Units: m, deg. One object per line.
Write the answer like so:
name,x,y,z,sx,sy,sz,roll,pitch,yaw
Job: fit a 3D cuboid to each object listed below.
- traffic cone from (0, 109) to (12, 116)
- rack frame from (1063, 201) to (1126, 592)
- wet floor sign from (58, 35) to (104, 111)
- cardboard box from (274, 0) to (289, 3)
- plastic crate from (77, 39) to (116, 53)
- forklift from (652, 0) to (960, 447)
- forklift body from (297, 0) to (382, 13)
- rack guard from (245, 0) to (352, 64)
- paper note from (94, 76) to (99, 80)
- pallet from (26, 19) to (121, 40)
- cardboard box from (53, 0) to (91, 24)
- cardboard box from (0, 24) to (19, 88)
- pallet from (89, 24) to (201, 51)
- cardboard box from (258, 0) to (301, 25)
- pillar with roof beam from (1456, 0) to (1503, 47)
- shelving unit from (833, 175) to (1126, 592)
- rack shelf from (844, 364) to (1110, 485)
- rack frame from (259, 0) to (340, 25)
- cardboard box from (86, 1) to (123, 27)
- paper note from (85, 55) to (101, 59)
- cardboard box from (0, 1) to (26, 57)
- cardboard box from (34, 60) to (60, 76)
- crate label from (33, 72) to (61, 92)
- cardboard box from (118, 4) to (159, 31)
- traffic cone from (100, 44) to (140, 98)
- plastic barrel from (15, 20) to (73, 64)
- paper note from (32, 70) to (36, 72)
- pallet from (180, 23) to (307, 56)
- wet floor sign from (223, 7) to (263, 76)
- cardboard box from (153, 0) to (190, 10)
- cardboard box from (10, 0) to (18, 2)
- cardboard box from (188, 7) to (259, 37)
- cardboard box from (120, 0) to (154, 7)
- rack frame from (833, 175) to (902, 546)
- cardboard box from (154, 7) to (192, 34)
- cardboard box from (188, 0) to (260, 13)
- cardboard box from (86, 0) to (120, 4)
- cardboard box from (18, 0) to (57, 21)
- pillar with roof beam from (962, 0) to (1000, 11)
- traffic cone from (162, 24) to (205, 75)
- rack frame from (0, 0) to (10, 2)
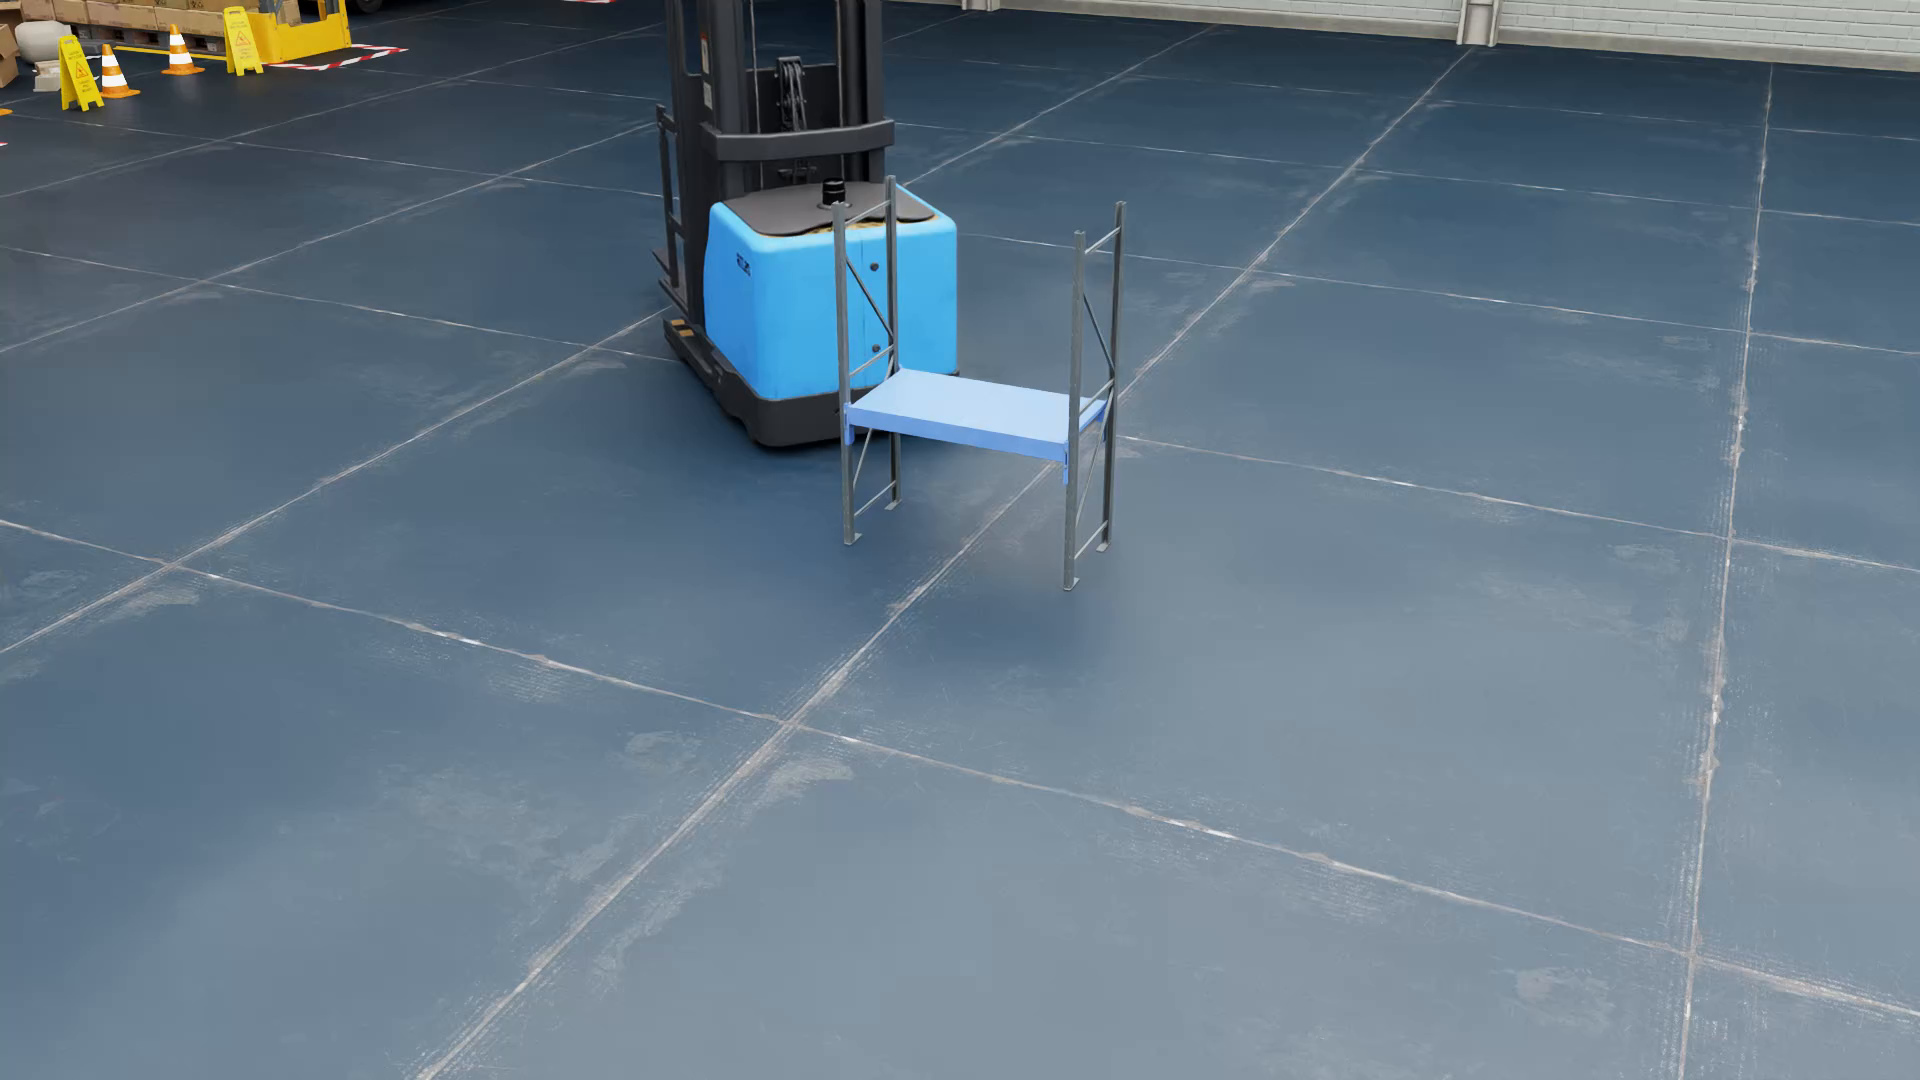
traffic cone,-8.841,-4.079,15.012,0.334,0.463,0.336,11,28,22
rack frame,0.540,-0.564,6.698,0.032,1.500,0.500,11,28,22
wet floor sign,-8.099,-4.284,15.221,0.232,0.644,0.267,6,27,13
cardboard box,-7.630,-6.112,18.057,0.500,0.500,0.500,10,28,20
plastic crate,-9.540,-5.363,18.052,0.583,0.080,0.402,2,26,4
forklift,-1.039,-2.390,8.787,1.130,2.935,3.031,-11,28,-20
forklift body,-7.418,-7.787,20.632,1.214,2.155,2.313,11,28,22
rack guard,-7.057,-5.451,17.755,0.348,0.500,1.175,11,28,22
paper note,-8.673,-4.599,16.556,0.142,0.019,0.148,2,26,4
pallet,-10.003,-5.930,19.055,1.213,0.211,1.003,11,28,22
cardboard box,-9.713,-5.935,18.546,0.500,0.250,0.500,13,29,25
cardboard box,-9.635,-4.741,16.311,0.637,0.503,0.797,-7,27,-14
pallet,-8.889,-5.708,18.604,1.213,0.211,1.003,11,28,22
cardboard box,-7.608,-5.772,18.215,0.500,0.250,0.500,11,28,21
pillar with roof beam,3.944,-7.811,12.927,0.400,9.000,9.100,11,28,22
shelving unit,0.078,-0.657,6.887,1.048,1.500,0.538,11,28,22
rack shelf,0.078,-0.496,6.967,1.000,0.185,0.538,11,28,22
rack frame,-6.988,-6.558,17.175,0.127,3.000,1.000,11,28,22
cardboard box,-9.229,-5.839,18.351,0.500,0.250,0.500,11,28,21
paper note,-9.197,-5.119,17.613,0.148,0.019,0.142,2,26,4
cardboard box,-10.217,-5.426,17.702,0.500,0.500,0.500,-12,29,-23
cardboard box,-9.017,-4.707,16.641,0.380,0.149,0.250,-18,31,-31
crate label,-8.805,-4.444,16.122,0.298,0.136,0.250,-2,26,-5
cardboard box,-8.782,-5.744,18.158,0.500,0.250,0.500,10,28,20
traffic cone,-8.063,-4.472,15.808,0.334,0.463,0.336,11,28,22
plastic barrel,-9.495,-5.171,17.274,0.512,0.421,0.421,-12,29,-23
paper note,-9.384,-4.809,16.996,0.142,0.019,0.148,23,35,39
pallet,-7.782,-5.484,18.149,1.213,0.211,1.003,11,28,22
wet floor sign,-7.258,-5.037,16.750,0.232,0.644,0.267,23,35,39
cardboard box,-8.302,-5.985,17.799,0.500,0.500,0.500,12,29,24
cardboard box,-11.108,-6.394,19.341,0.625,0.372,0.950,12,29,22
cardboard box,-7.857,-5.557,17.779,0.500,0.250,0.500,11,28,22
cardboard box,-8.758,-6.080,17.992,0.500,0.500,0.500,11,28,21
rack frame,-0.385,-0.750,7.076,0.032,1.500,0.500,11,28,22
cardboard box,-8.304,-5.651,17.969,0.500,0.250,0.500,11,28,22
cardboard box,-7.825,-5.891,17.608,0.500,0.500,0.500,12,28,22
cardboard box,-9.241,-6.176,18.186,0.500,0.500,0.500,13,29,24
cardboard box,-10.204,-6.028,18.735,0.500,0.250,0.500,10,28,19
pillar with roof beam,-1.518,-8.908,15.155,0.400,9.000,9.100,11,28,22
traffic cone,-7.913,-4.980,16.841,0.334,0.463,0.336,11,28,22
rack frame,-10.629,-7.290,18.660,0.127,3.000,1.000,11,28,22
